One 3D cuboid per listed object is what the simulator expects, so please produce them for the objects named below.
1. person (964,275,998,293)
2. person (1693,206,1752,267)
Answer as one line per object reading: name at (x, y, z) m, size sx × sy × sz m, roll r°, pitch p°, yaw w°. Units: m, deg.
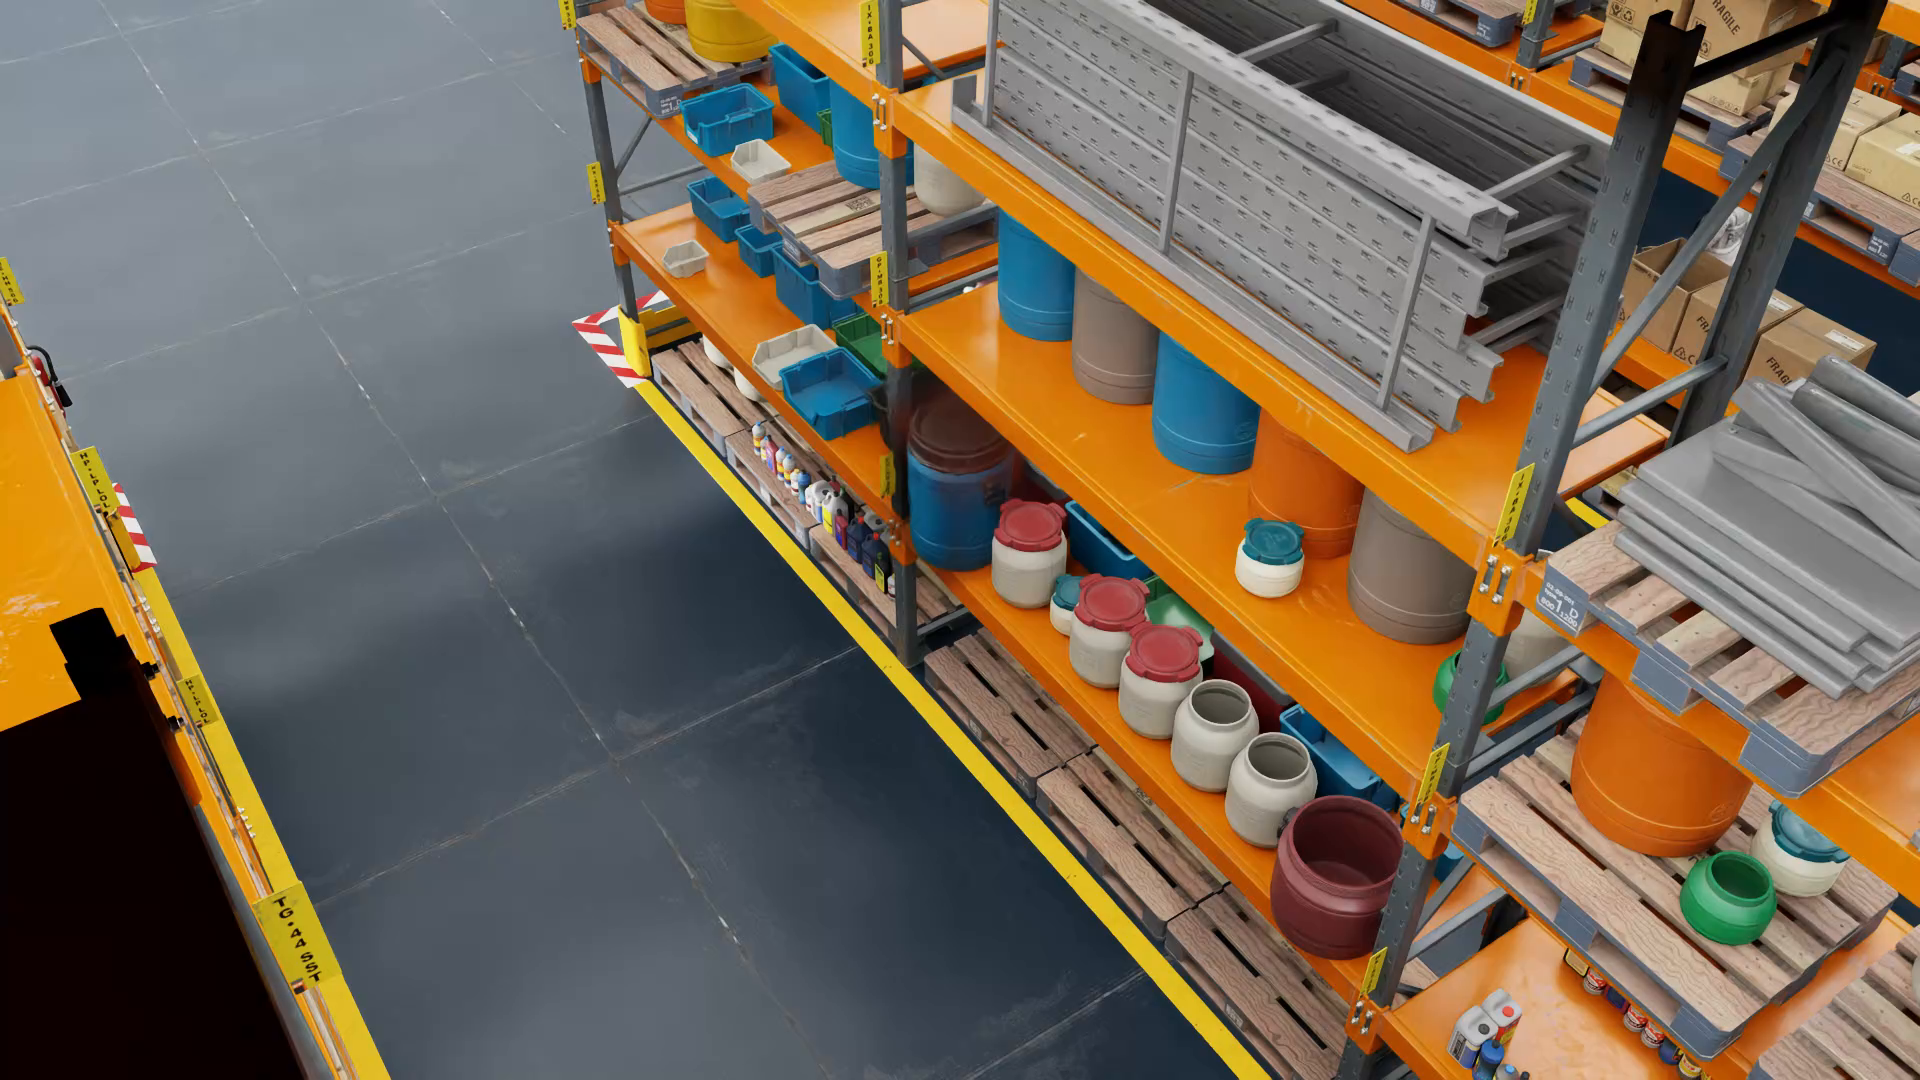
person at (0.291, -2.454, 13.213) m, size 0.765 × 1.647 × 0.514 m, roll 20°, pitch 46°, yaw 20°
person at (5.773, -2.192, 12.906) m, size 0.933 × 1.628 × 0.498 m, roll 32°, pitch 52°, yaw 30°
